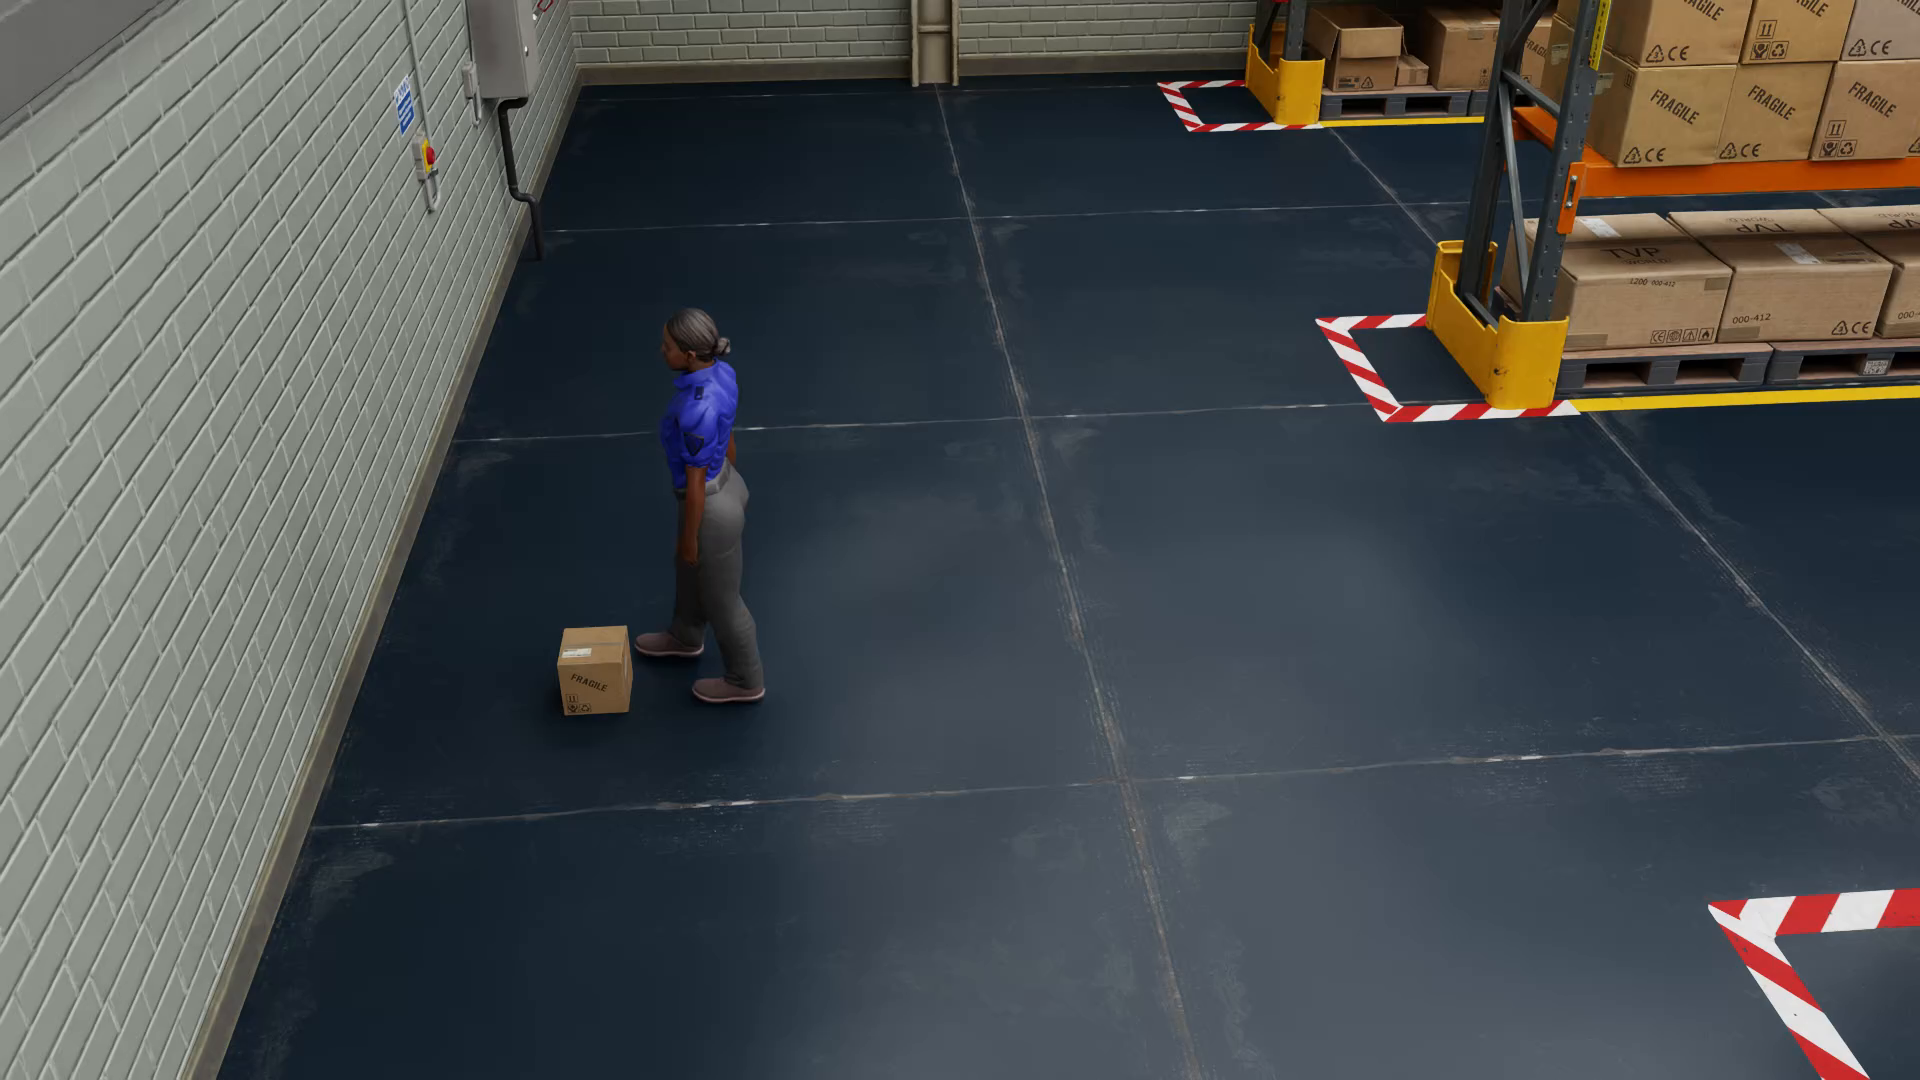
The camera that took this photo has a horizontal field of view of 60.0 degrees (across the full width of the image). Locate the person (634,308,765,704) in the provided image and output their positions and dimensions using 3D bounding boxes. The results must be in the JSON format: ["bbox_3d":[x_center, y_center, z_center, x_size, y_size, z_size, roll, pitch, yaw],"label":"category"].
[{"bbox_3d":[-1.070,-0.135,6.342,0.585,1.653,0.496,1,31,2],"label":"person"}]
